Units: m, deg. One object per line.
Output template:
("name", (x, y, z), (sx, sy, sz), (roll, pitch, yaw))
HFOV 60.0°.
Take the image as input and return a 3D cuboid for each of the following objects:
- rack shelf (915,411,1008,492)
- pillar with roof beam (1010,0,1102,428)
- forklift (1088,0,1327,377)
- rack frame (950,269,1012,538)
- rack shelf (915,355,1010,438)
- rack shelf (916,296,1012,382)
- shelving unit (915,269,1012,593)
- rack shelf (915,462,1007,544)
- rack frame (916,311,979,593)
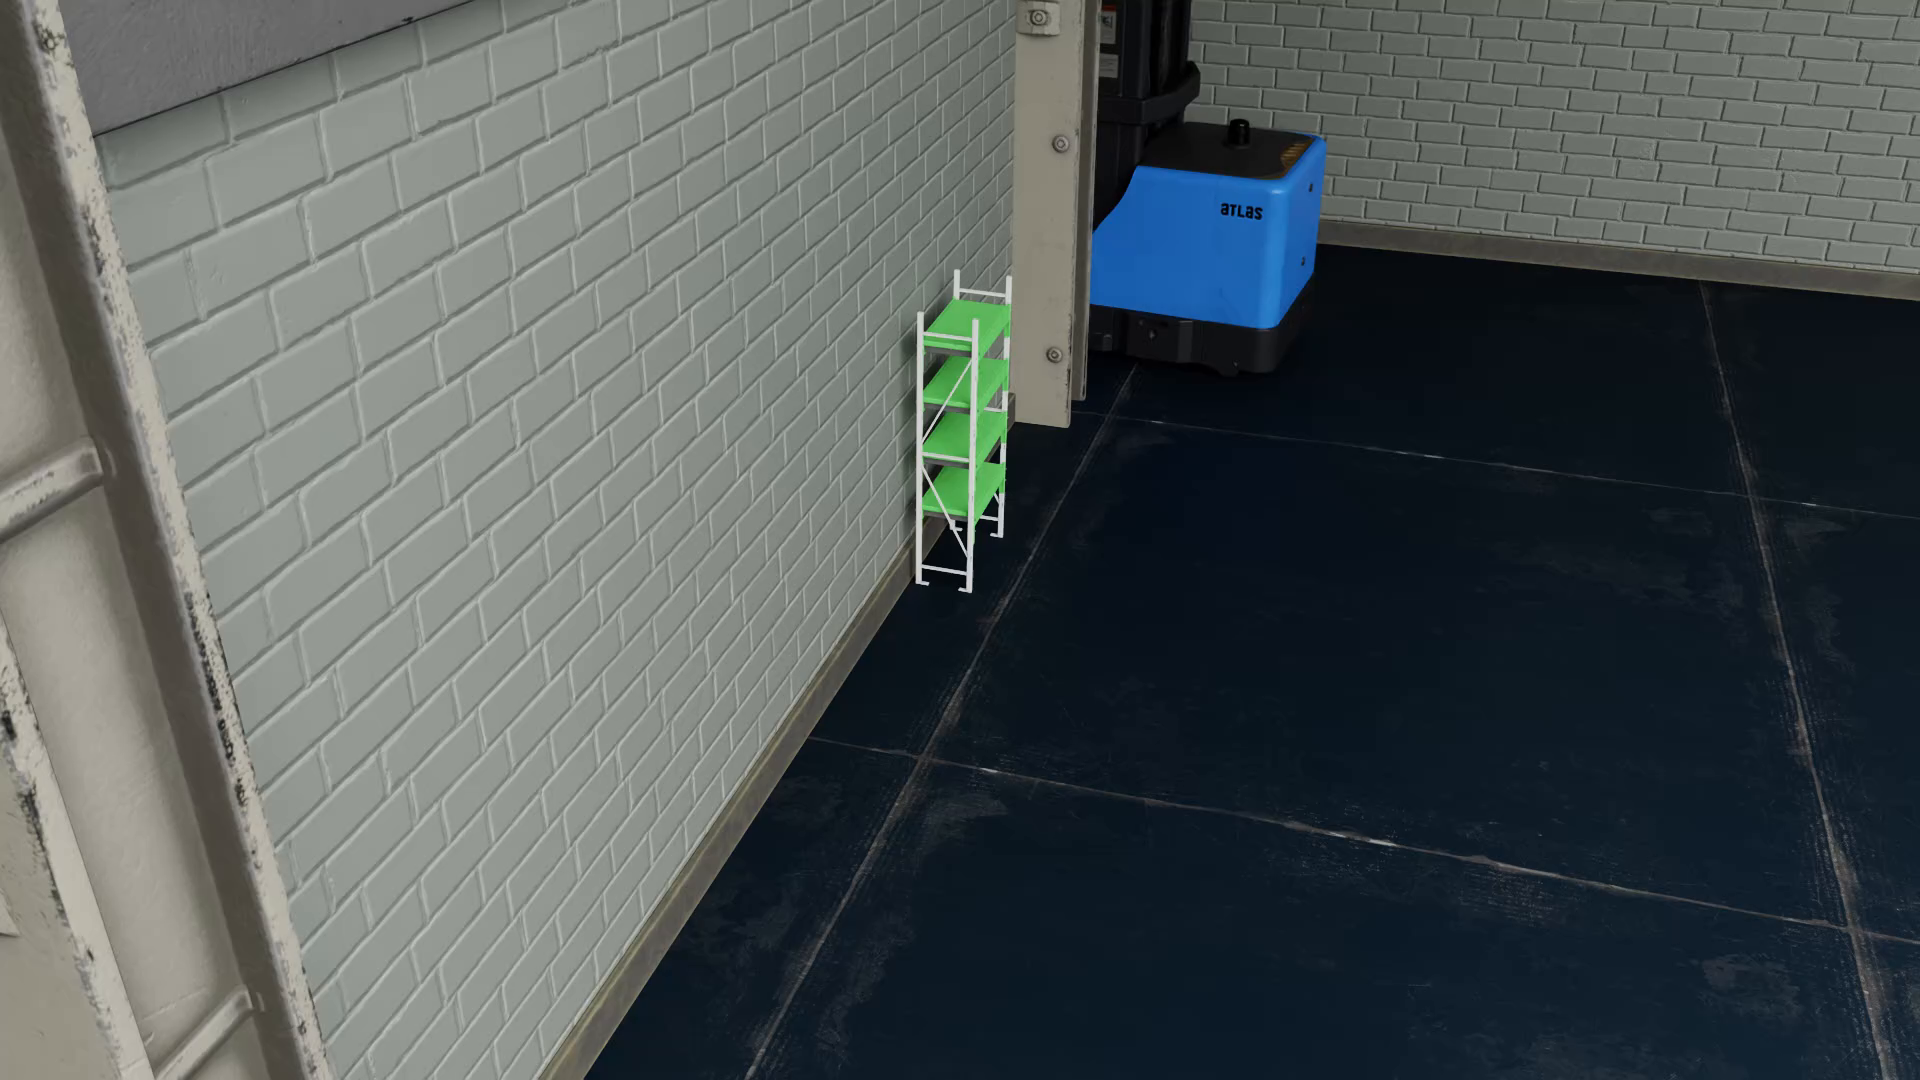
("rack shelf", (0.011, -0.385, 6.835), (0.258, 0.148, 0.480), (9, 30, 14))
("pillar with roof beam", (4.560, -3.988, 5.162), (9.100, 9.000, 0.400), (8, 30, 15))
("forklift", (0.424, -2.593, 8.895), (3.031, 2.935, 1.130), (12, 31, 20))
("rack frame", (0.082, -0.555, 7.008), (0.240, 1.200, 0.015), (9, 30, 14))
("rack shelf", (0.016, -0.594, 6.717), (0.258, 0.148, 0.480), (9, 30, 14))
("rack shelf", (0.020, -0.803, 6.599), (0.258, 0.148, 0.480), (9, 30, 14))
("shelving unit", (0.013, -0.441, 6.803), (0.258, 1.200, 0.503), (9, 30, 14))
("rack shelf", (0.007, -0.176, 6.952), (0.258, 0.148, 0.480), (9, 30, 14))
("rack frame", (-0.057, -0.327, 6.599), (0.240, 1.200, 0.015), (9, 30, 14))
